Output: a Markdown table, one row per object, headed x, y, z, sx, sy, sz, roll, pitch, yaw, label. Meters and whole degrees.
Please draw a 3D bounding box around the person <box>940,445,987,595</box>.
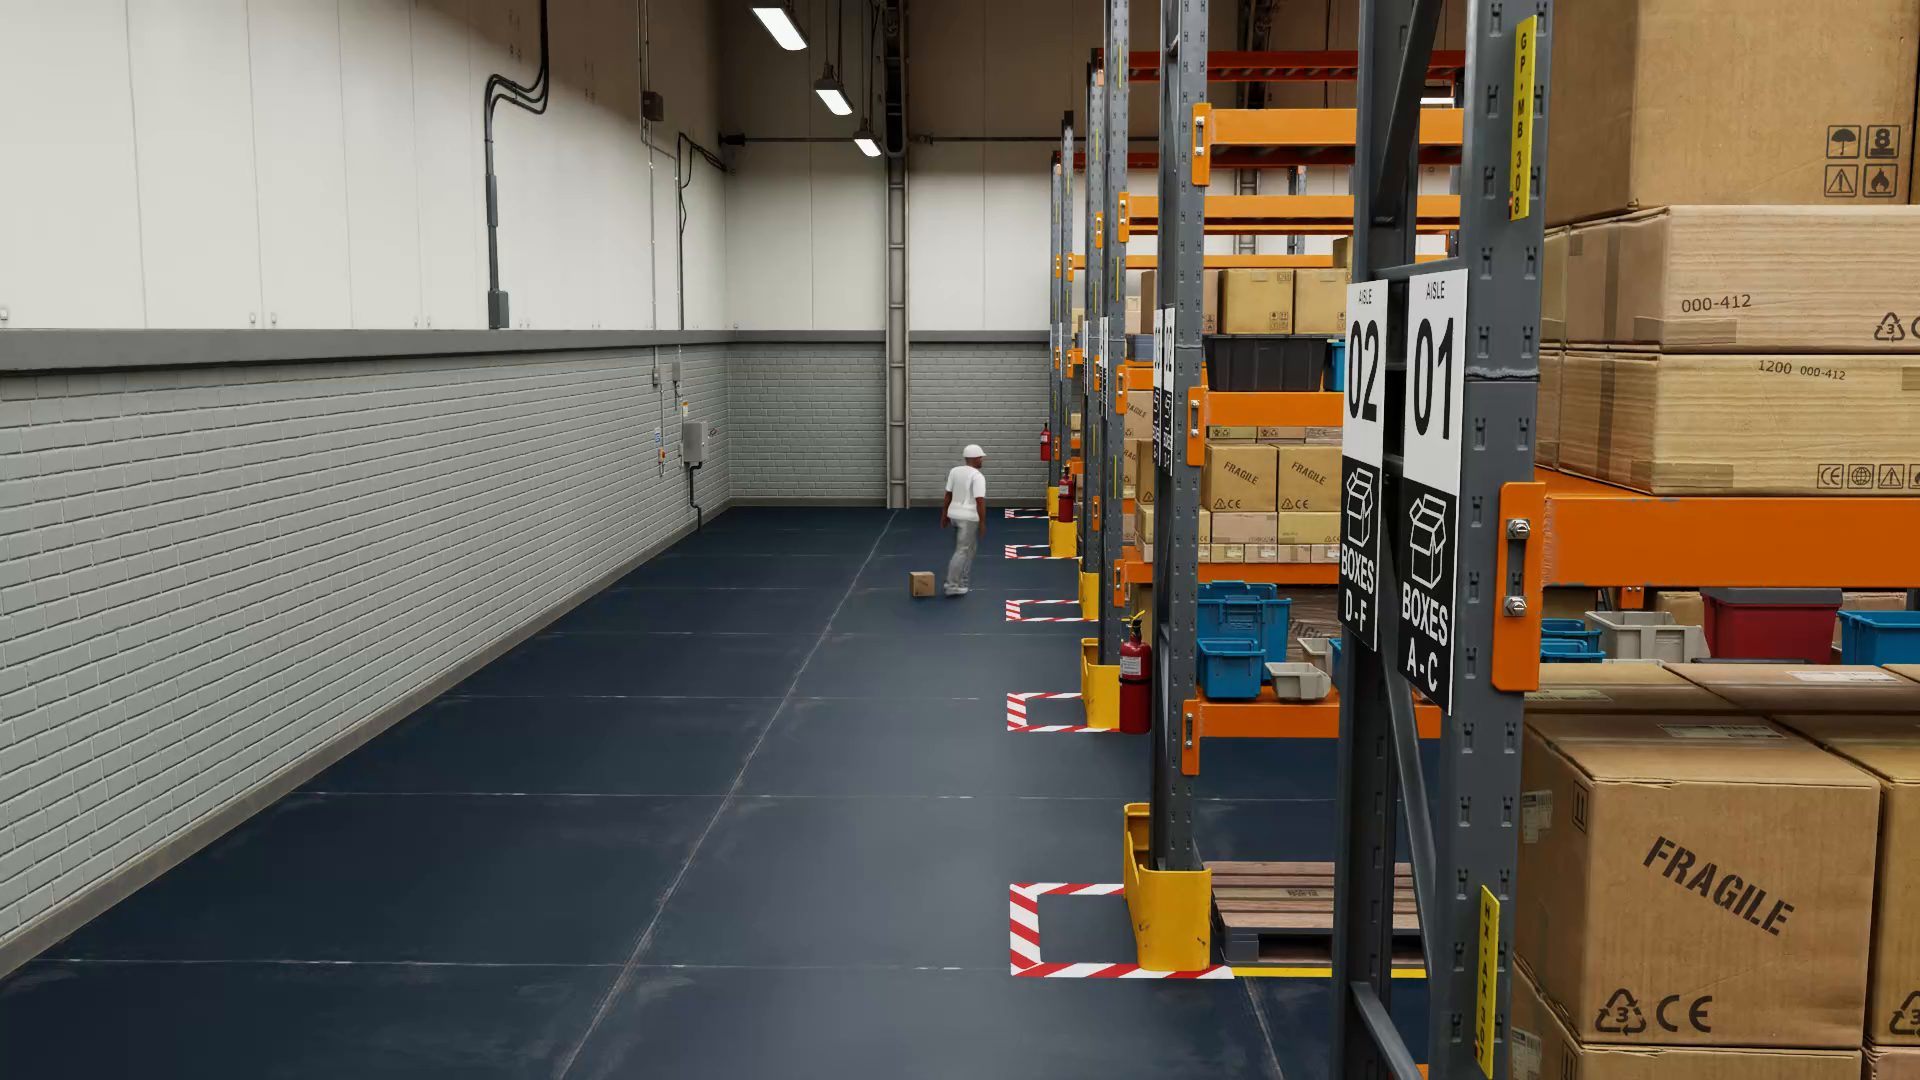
| x | y | z | sx | sy | sz | roll | pitch | yaw | label |
| --- | --- | --- | --- | --- | --- | --- | --- | --- | --- |
| 0.048 | -0.222 | 19.429 | 0.560 | 1.774 | 0.607 | -5 | 9 | -34 | person |
